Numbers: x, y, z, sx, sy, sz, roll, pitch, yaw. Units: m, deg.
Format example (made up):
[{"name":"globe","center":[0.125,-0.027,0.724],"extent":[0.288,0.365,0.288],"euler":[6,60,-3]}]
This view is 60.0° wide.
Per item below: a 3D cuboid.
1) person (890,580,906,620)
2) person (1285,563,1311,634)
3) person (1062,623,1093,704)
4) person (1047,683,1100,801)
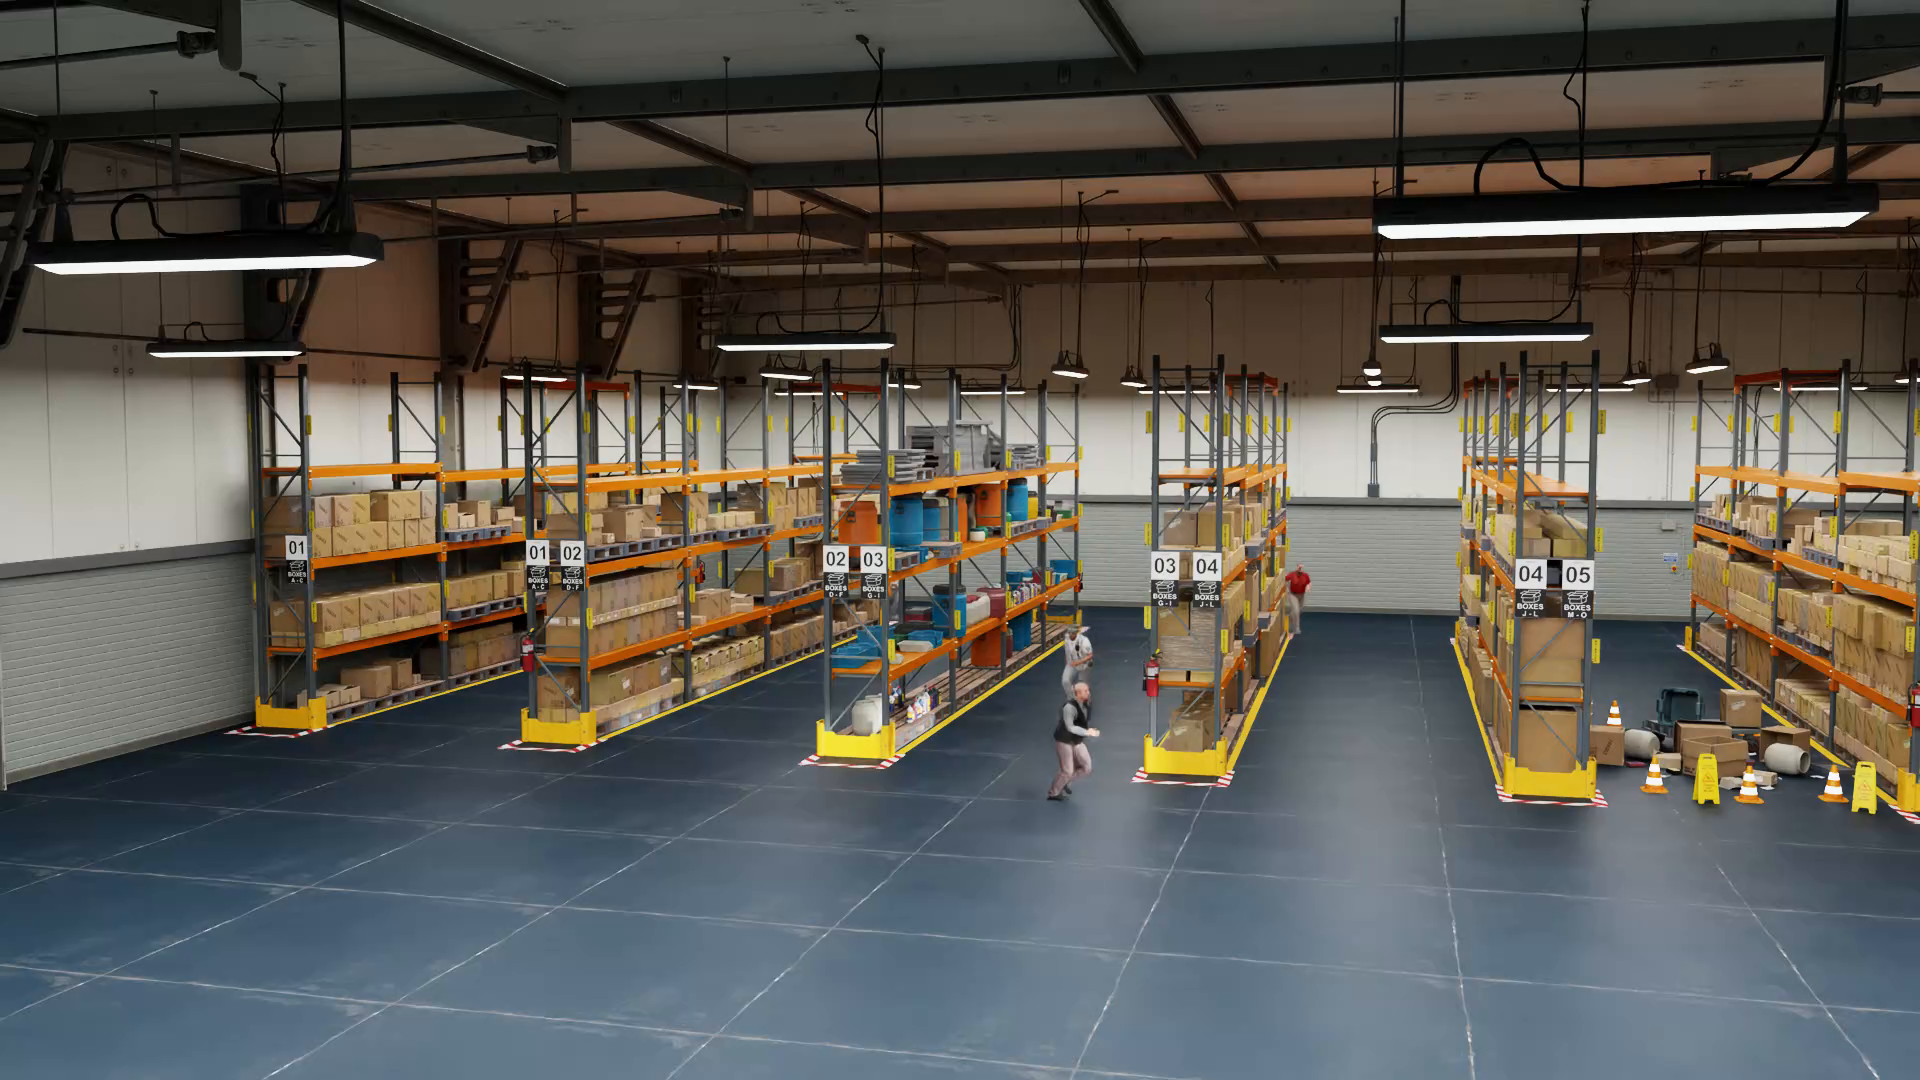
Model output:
[{"name":"person","center":[-1.686,1.212,42.613],"extent":[0.539,1.711,0.720],"euler":[2,5,31]},{"name":"person","center":[8.109,1.388,40.124],"extent":[0.672,1.684,0.953],"euler":[-1,4,-18]},{"name":"person","center":[2.107,2.190,29.019],"extent":[0.657,1.567,1.112],"euler":[2,4,27]},{"name":"person","center":[1.515,2.677,22.027],"extent":[0.793,1.616,0.643],"euler":[3,5,33]}]
